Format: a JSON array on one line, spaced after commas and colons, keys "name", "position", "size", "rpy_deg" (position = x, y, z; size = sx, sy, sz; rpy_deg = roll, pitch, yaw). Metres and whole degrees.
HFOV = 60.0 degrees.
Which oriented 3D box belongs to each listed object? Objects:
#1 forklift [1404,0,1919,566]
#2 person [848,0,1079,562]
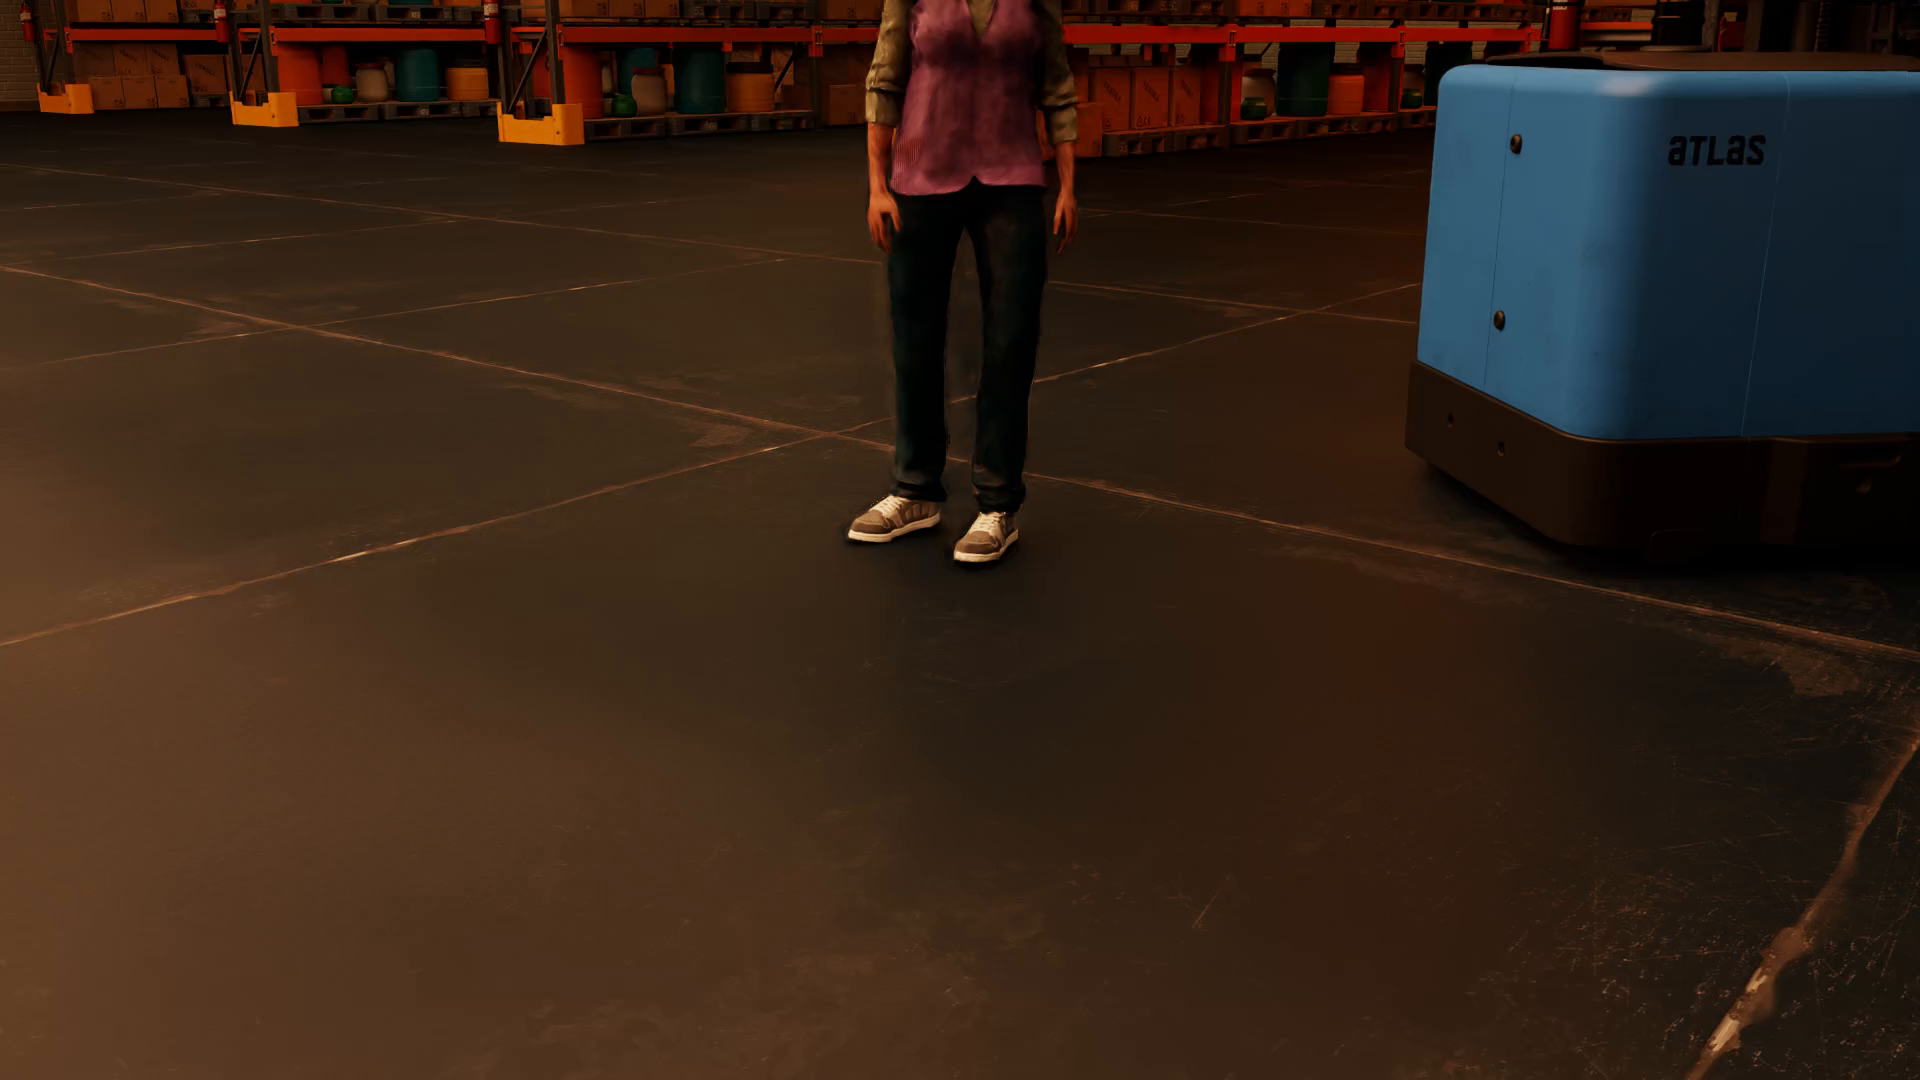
[{"name": "forklift", "position": [2.766, -1.513, 3.882], "size": [3.031, 2.935, 1.130], "rpy_deg": [-2, 17, -7]}, {"name": "person", "position": [0.001, -0.752, 3.681], "size": [0.525, 1.592, 0.417], "rpy_deg": [-2, 17, -7]}]
